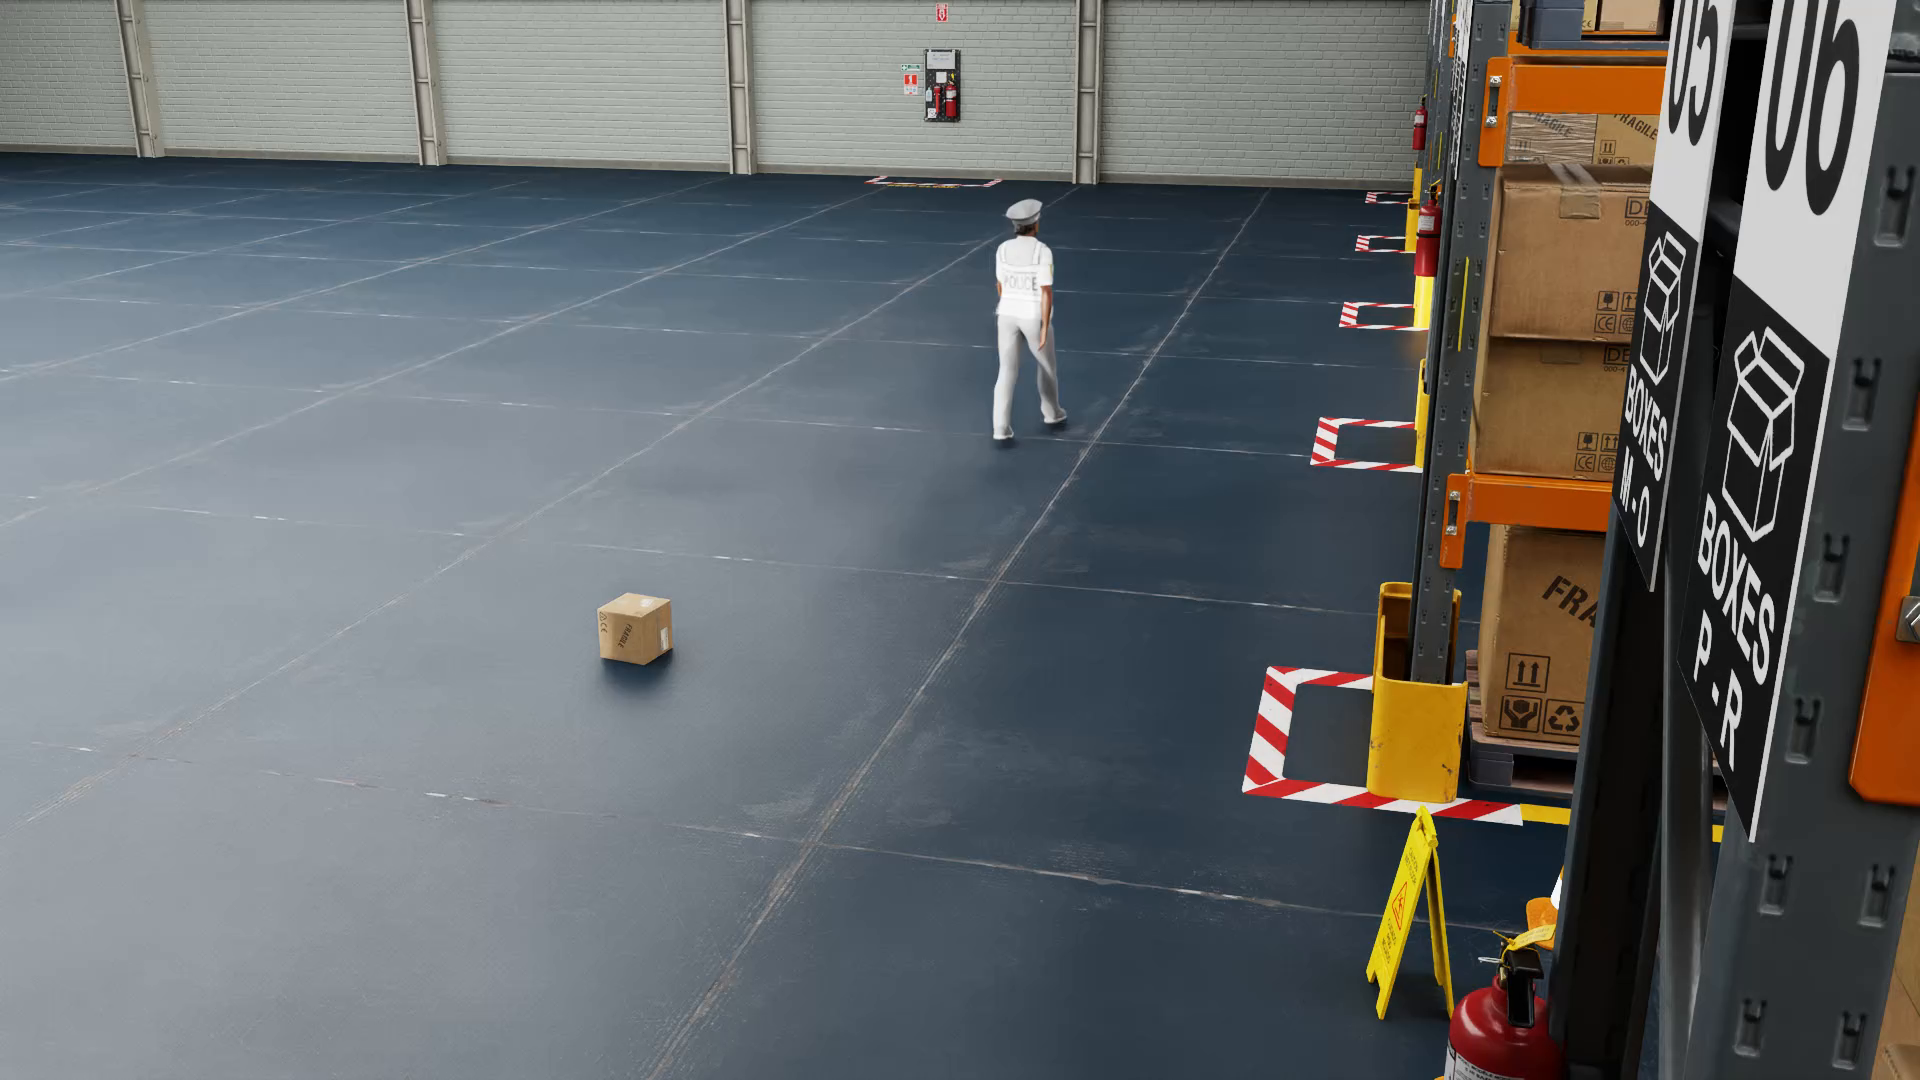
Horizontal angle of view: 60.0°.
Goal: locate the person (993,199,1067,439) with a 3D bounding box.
[{"bbox_3d":[0.475,-1.577,11.714,0.455,1.633,0.945,7,19,19],"label":"person"}]
